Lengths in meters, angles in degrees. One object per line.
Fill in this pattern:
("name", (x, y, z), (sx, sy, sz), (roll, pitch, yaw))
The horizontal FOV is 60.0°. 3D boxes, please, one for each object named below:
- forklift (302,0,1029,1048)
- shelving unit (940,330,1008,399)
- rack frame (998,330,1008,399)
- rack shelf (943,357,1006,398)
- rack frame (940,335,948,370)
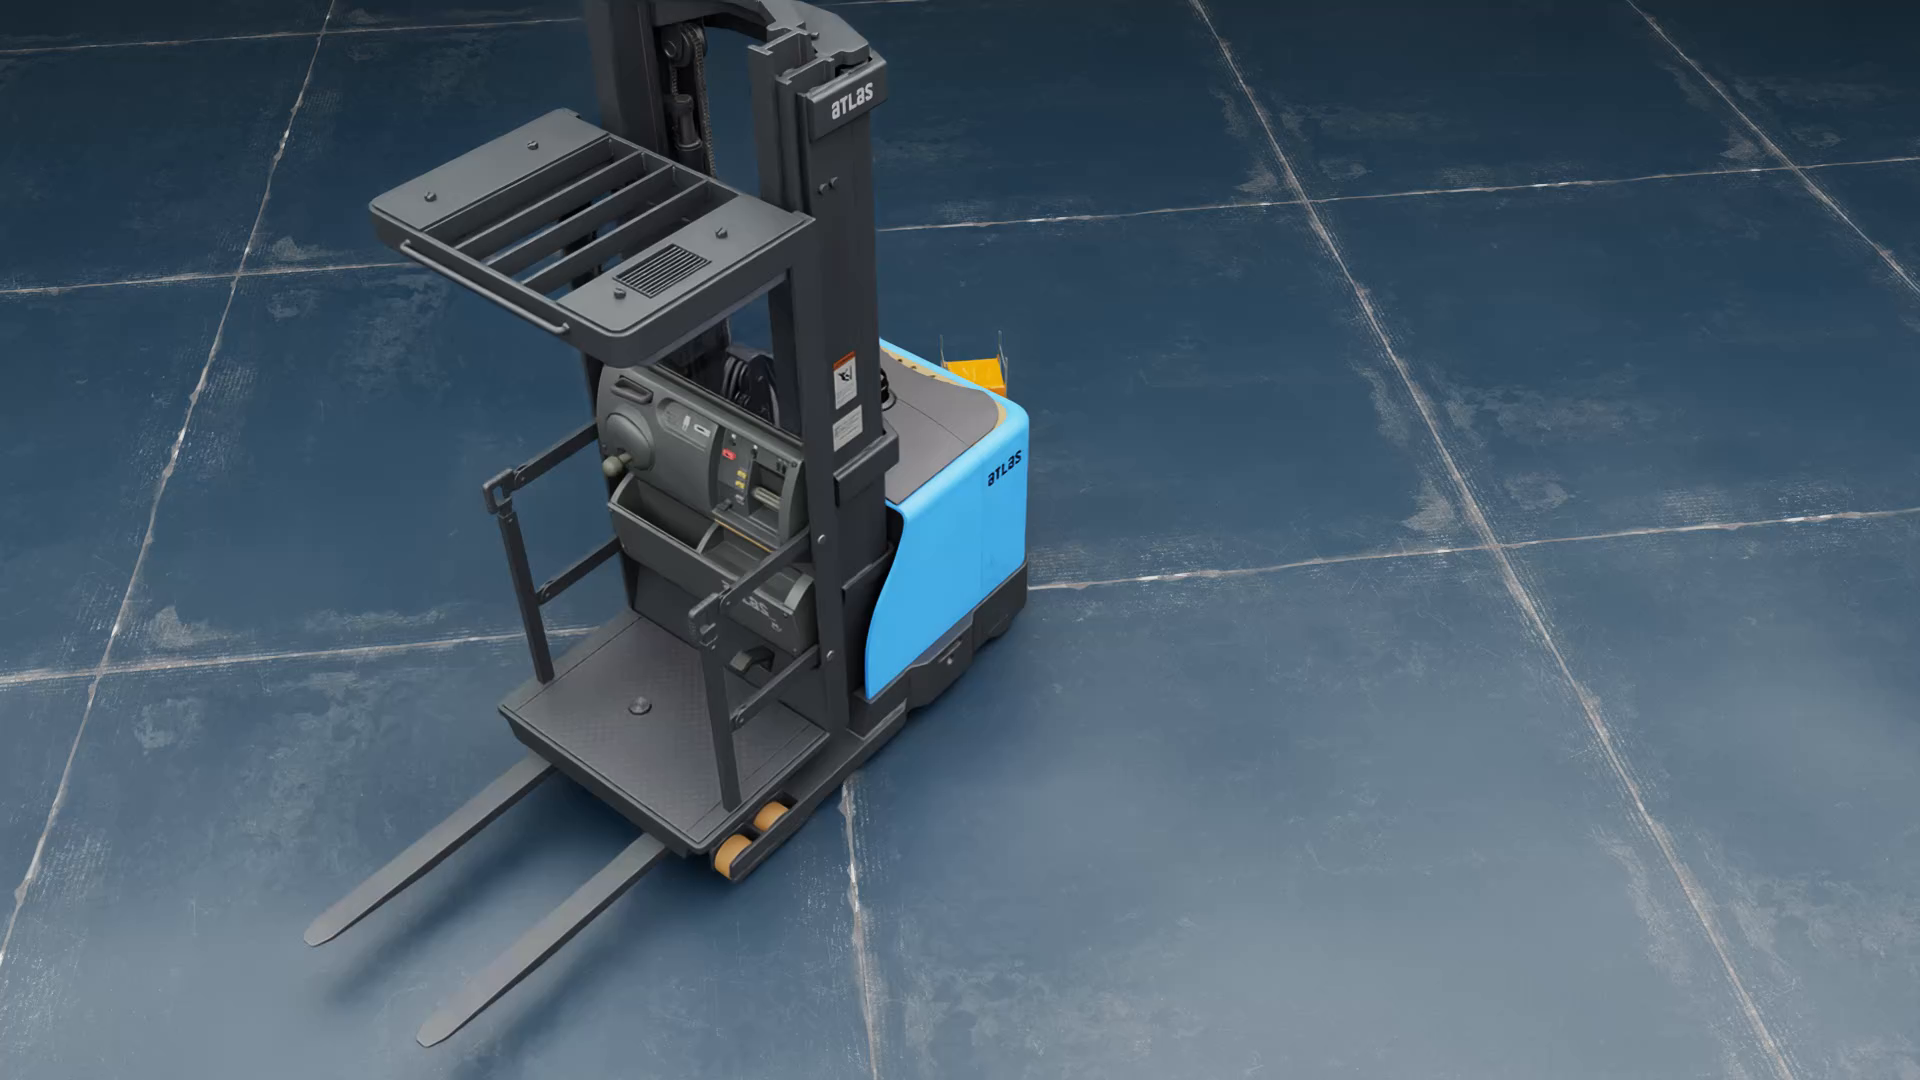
("forklift", (-1.027, -0.226, 5.527), (1.130, 2.935, 3.031), (28, 49, 28))
("shelving unit", (0.055, -0.397, 7.121), (0.252, 1.050, 0.215), (-5, 42, -5))
("rack frame", (0.176, -0.407, 7.133), (0.008, 1.050, 0.200), (-5, 42, -5))
("rack shelf", (0.055, -0.600, 6.938), (0.240, 0.259, 0.215), (-5, 42, -5))
("rack frame", (-0.065, -0.386, 7.109), (0.008, 1.050, 0.200), (-5, 42, -5))
